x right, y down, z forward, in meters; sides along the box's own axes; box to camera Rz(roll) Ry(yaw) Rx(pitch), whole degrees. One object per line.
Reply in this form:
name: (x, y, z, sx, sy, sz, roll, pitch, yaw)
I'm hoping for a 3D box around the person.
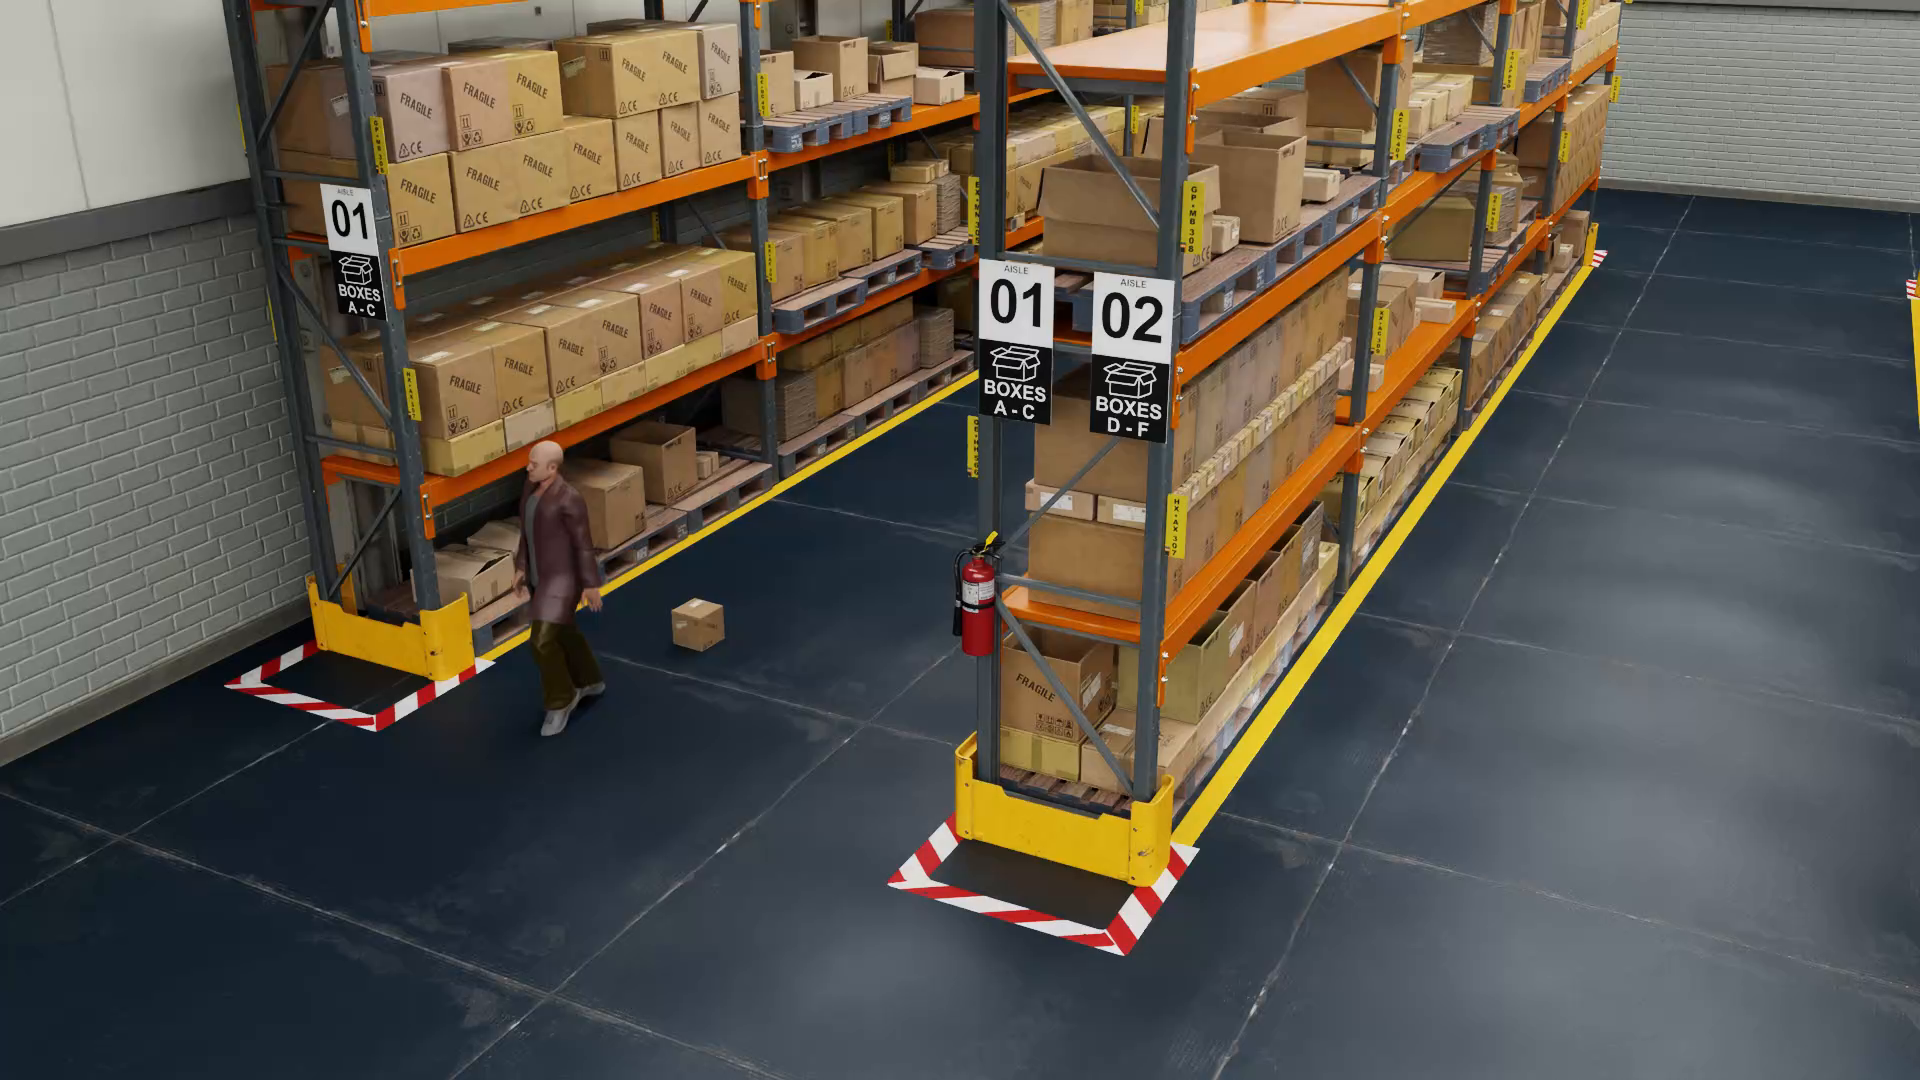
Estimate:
person: (-2.457, 0.273, 10.145, 0.580, 1.842, 0.631, -19, 29, -39)
